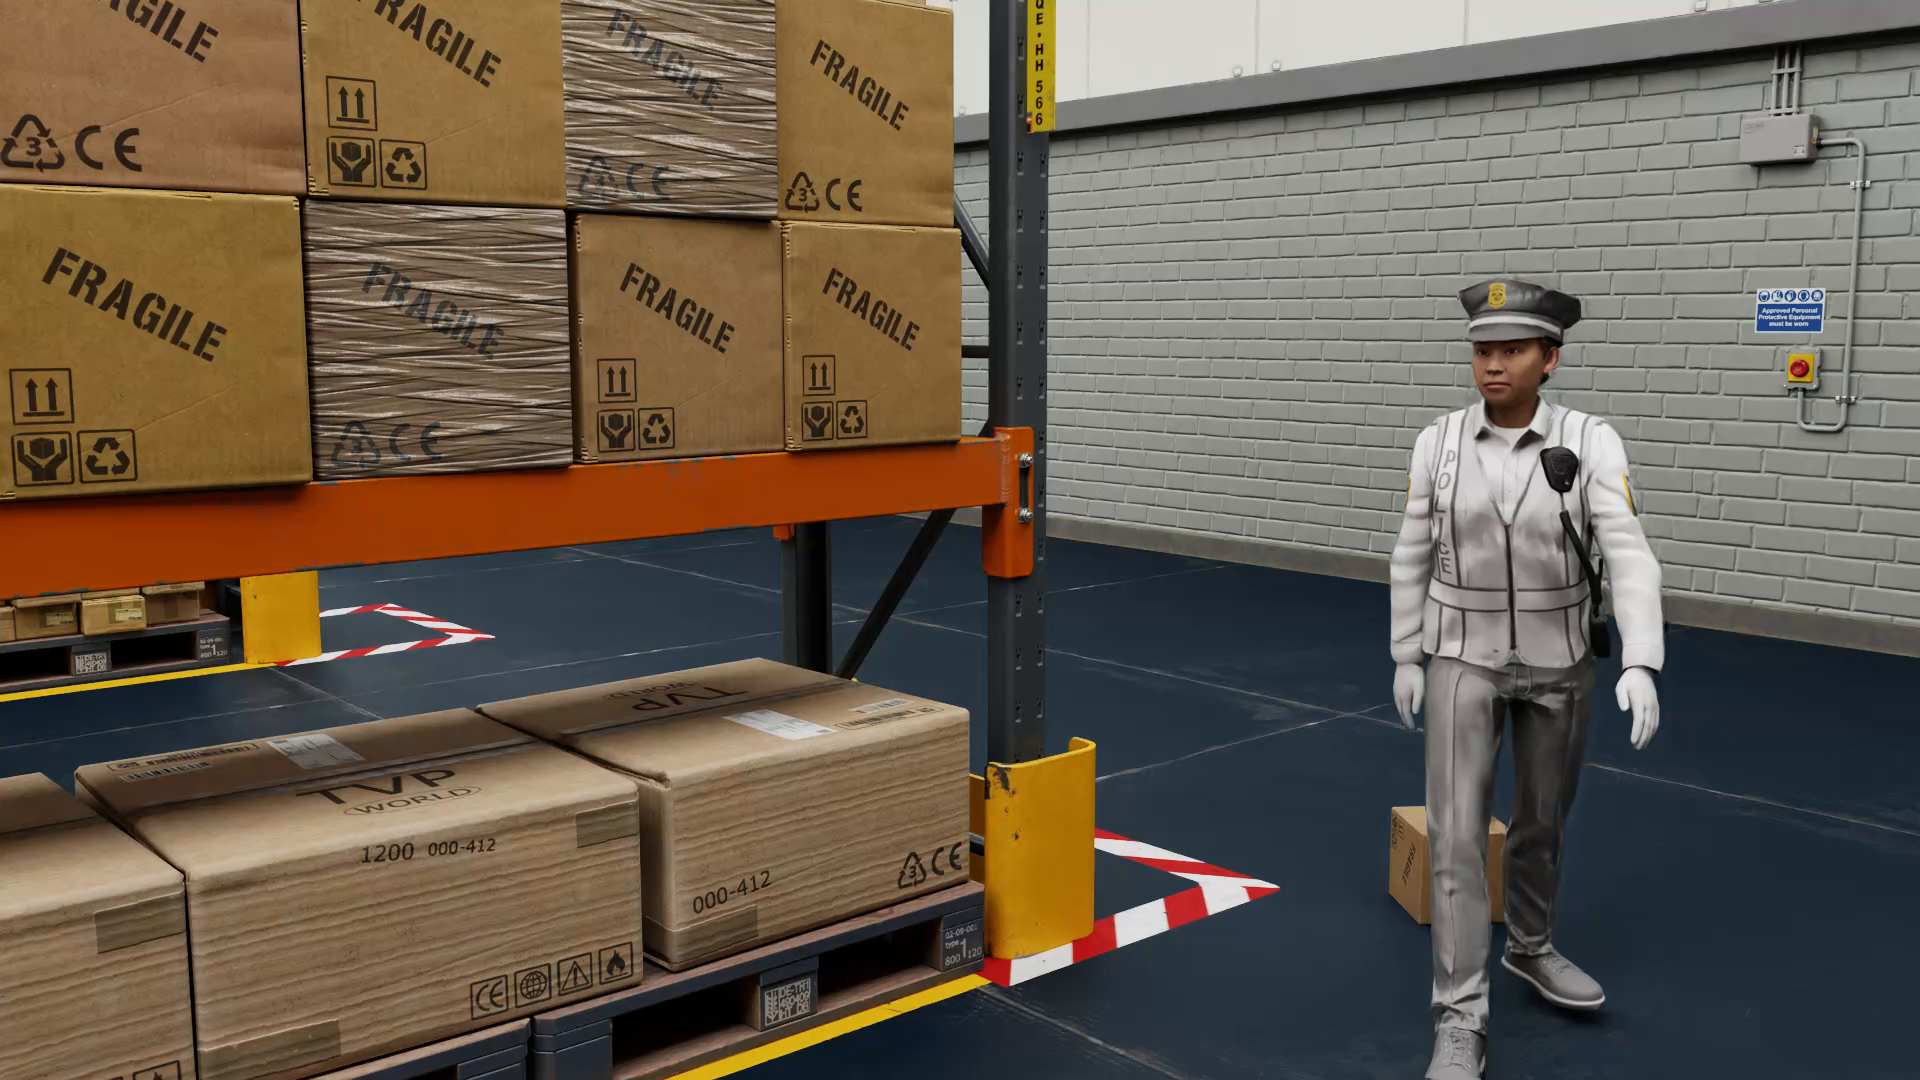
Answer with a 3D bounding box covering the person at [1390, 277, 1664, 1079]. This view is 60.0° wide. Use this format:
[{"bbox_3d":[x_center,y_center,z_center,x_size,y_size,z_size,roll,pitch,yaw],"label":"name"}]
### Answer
[{"bbox_3d":[1.178,0.277,3.509,0.530,1.642,0.879,2,8,14],"label":"person"}]
